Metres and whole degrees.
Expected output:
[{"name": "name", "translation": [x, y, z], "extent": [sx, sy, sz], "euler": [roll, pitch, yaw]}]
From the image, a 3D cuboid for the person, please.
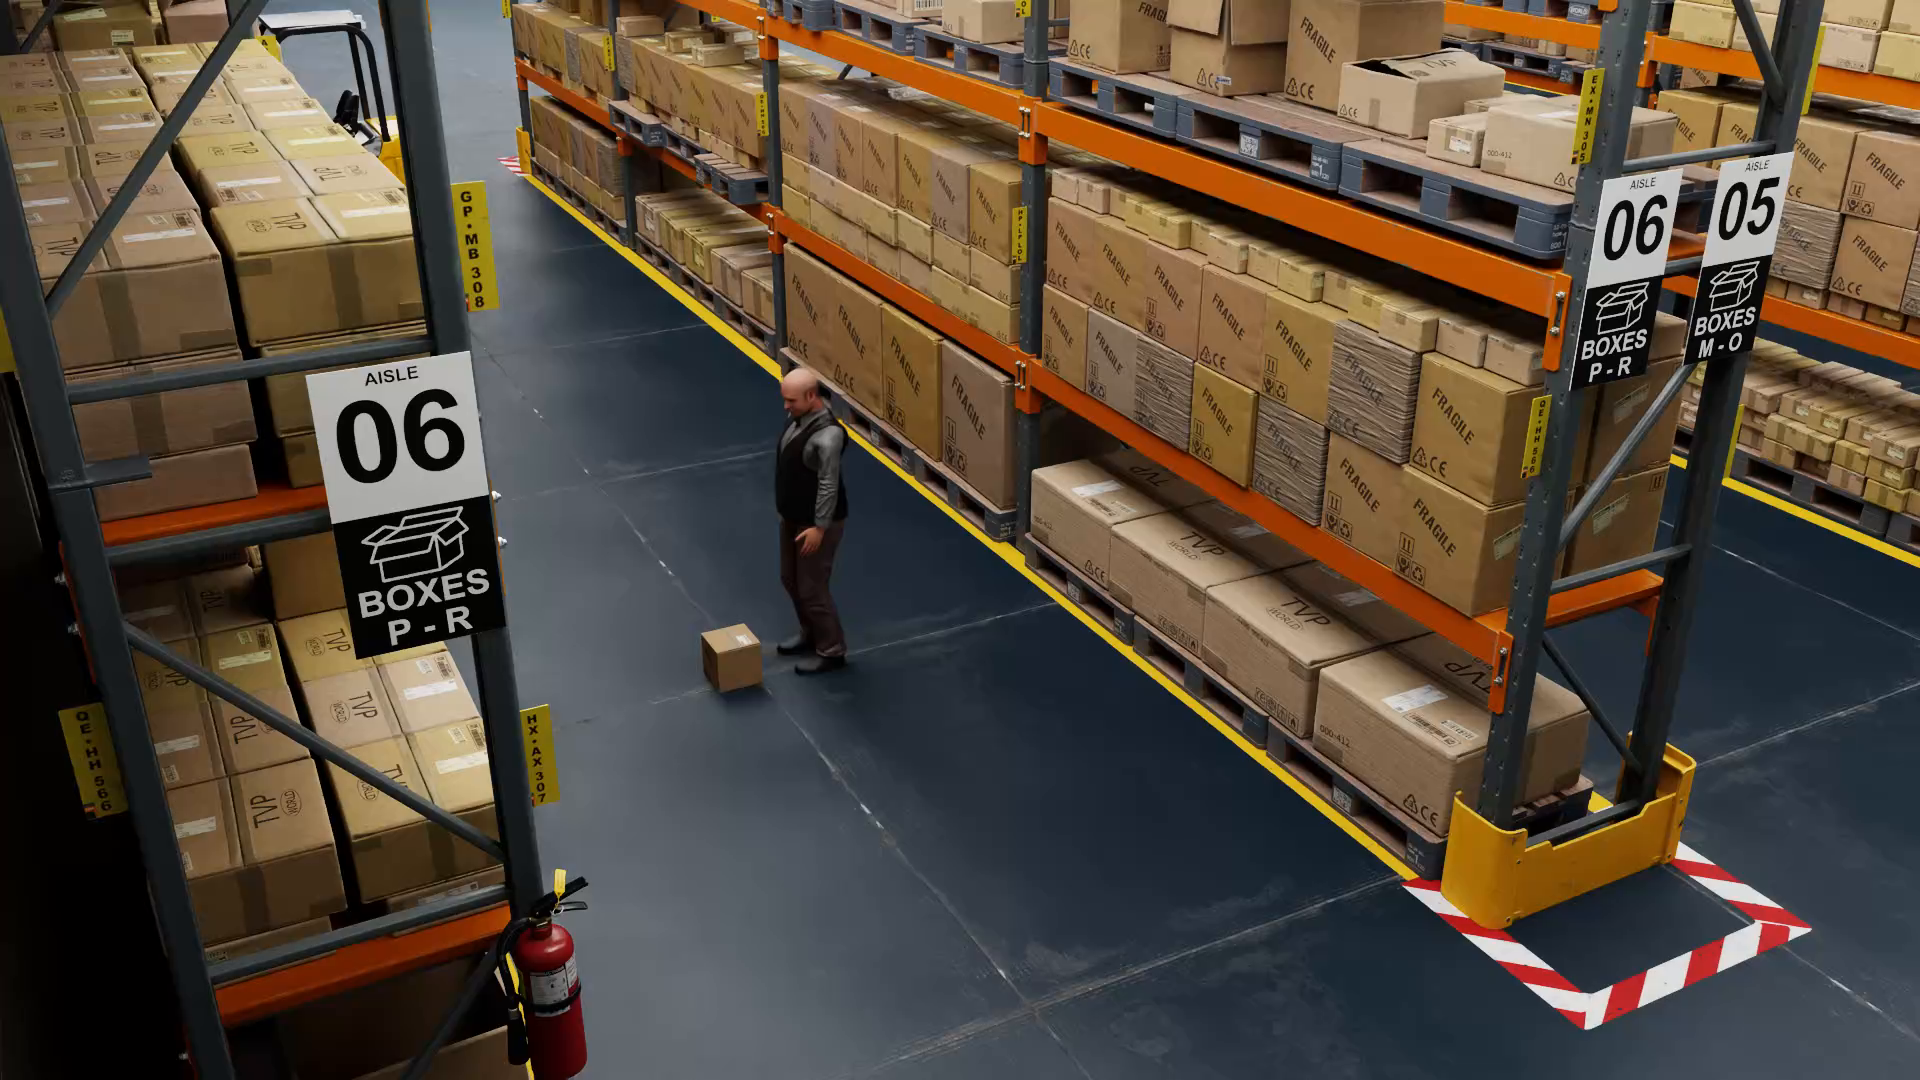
[{"name": "person", "translation": [-0.792, -0.106, 8.887], "extent": [0.361, 1.711, 0.538], "euler": [-12, 28, -24]}]
